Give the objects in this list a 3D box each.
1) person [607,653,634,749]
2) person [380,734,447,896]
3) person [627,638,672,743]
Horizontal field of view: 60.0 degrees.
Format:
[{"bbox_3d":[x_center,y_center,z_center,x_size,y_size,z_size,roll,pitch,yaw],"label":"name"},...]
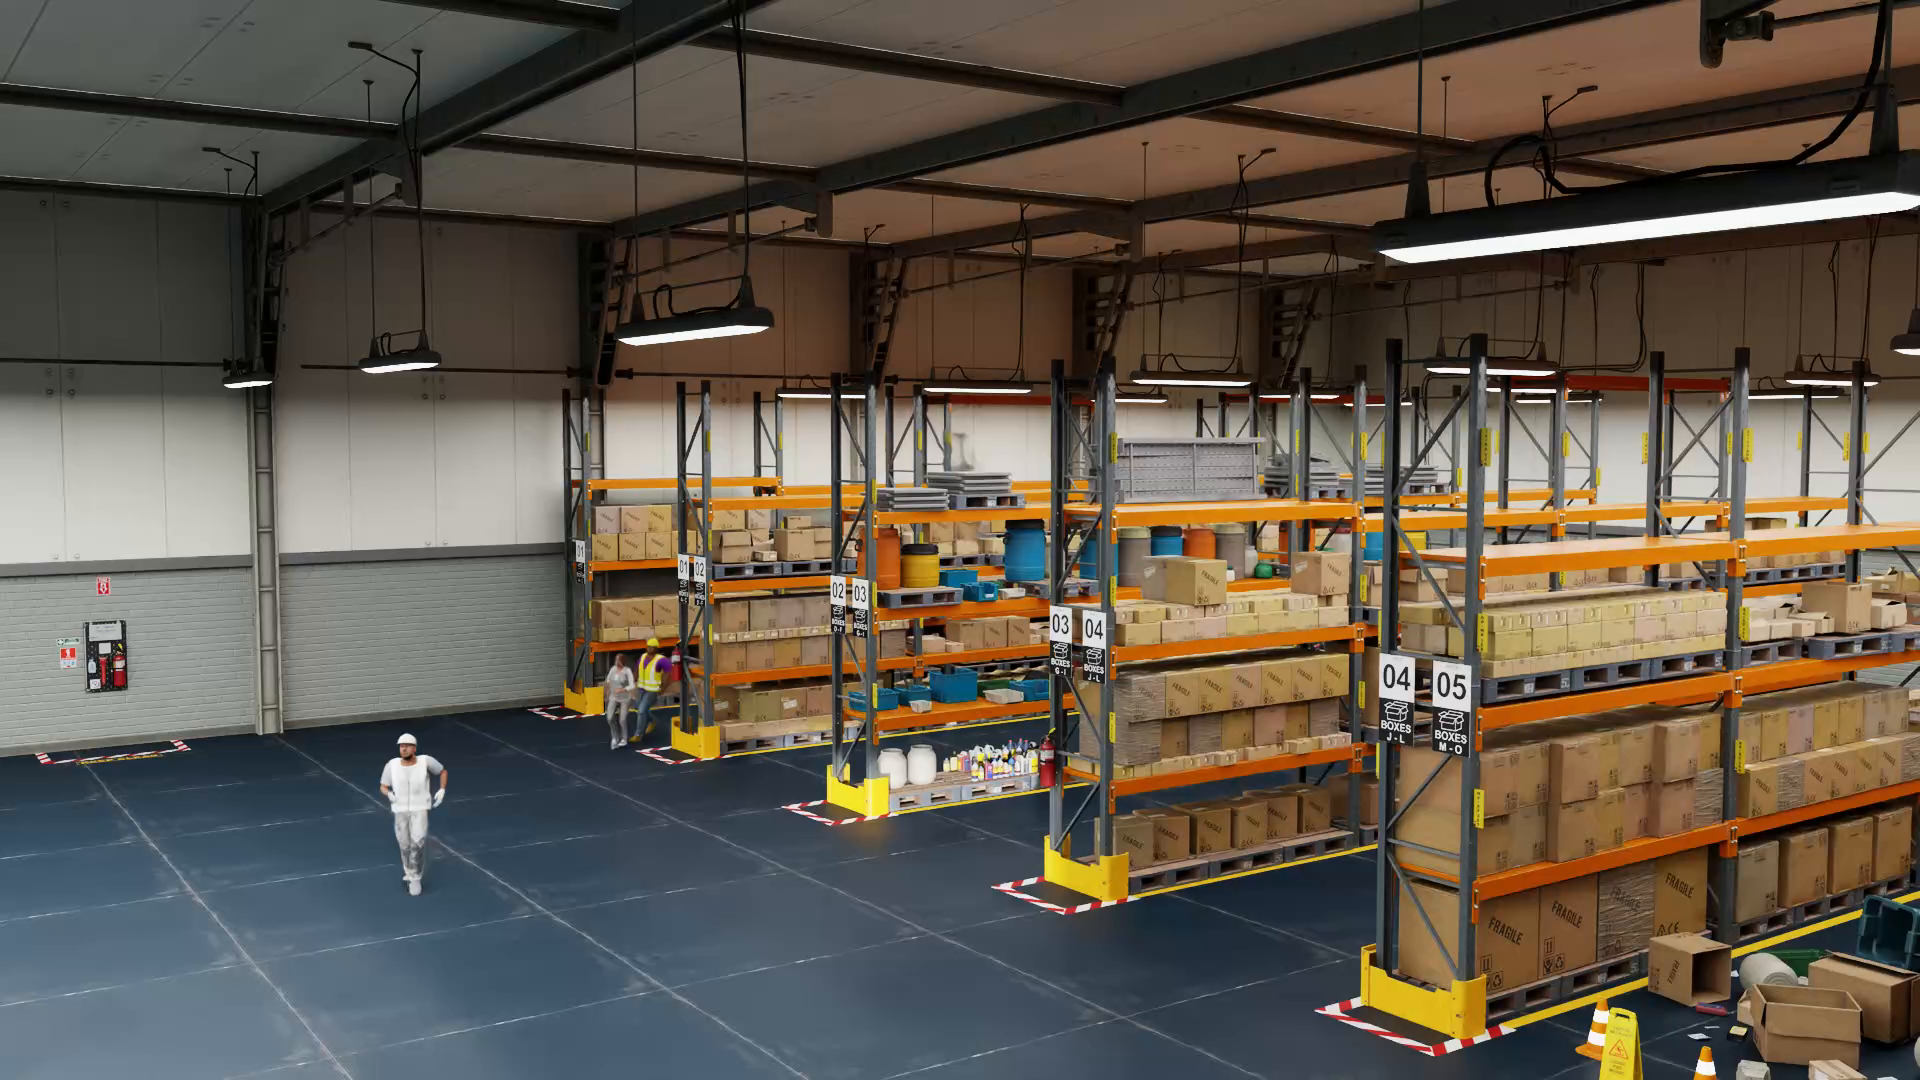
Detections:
[{"bbox_3d":[-5.567,2.628,27.173,0.545,1.583,0.584,1,4,11],"label":"person"},{"bbox_3d":[-6.197,3.090,18.802,0.687,1.806,0.743,0,4,-6],"label":"person"},{"bbox_3d":[-5.178,2.507,27.921,0.759,1.739,0.849,2,4,29],"label":"person"}]
